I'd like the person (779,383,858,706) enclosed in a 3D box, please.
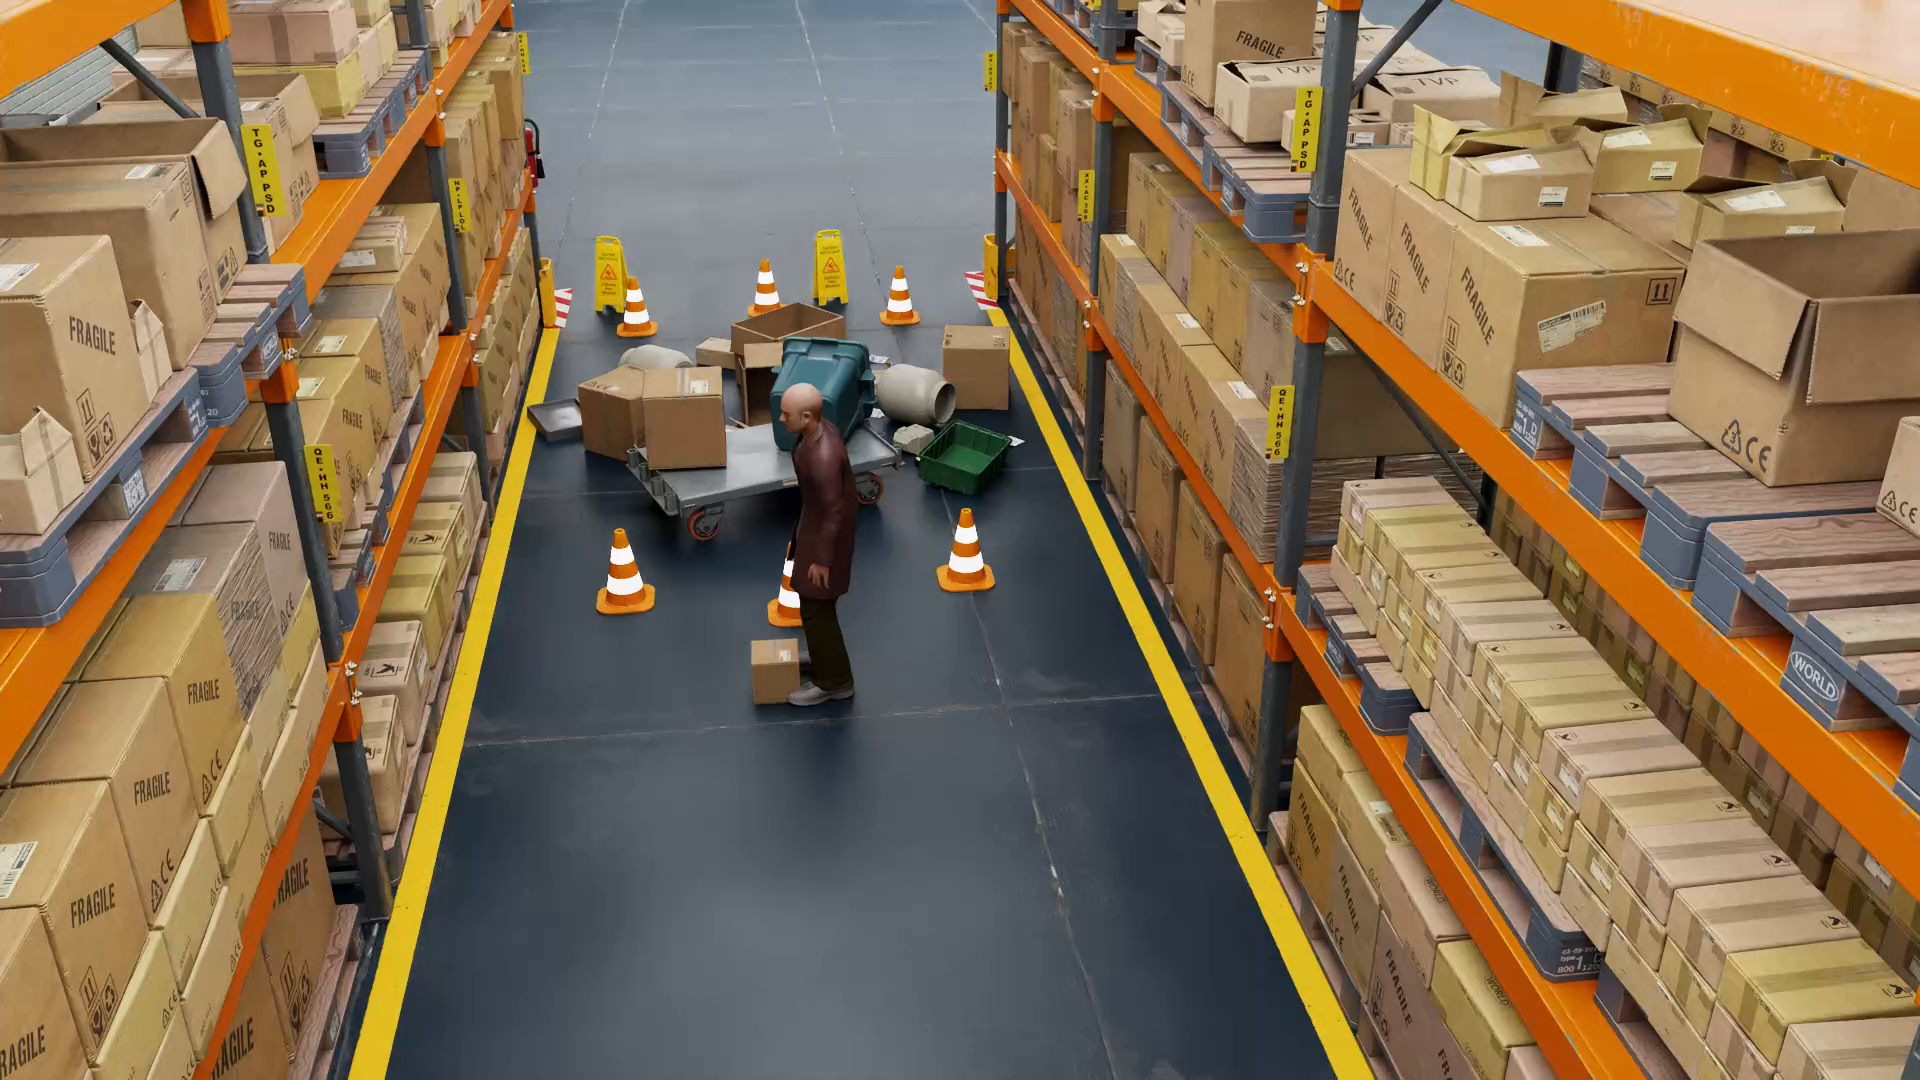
[{"bbox_3d":[-0.740,0.008,8.619,0.429,1.772,0.644,-5,27,-10],"label":"person"}]
